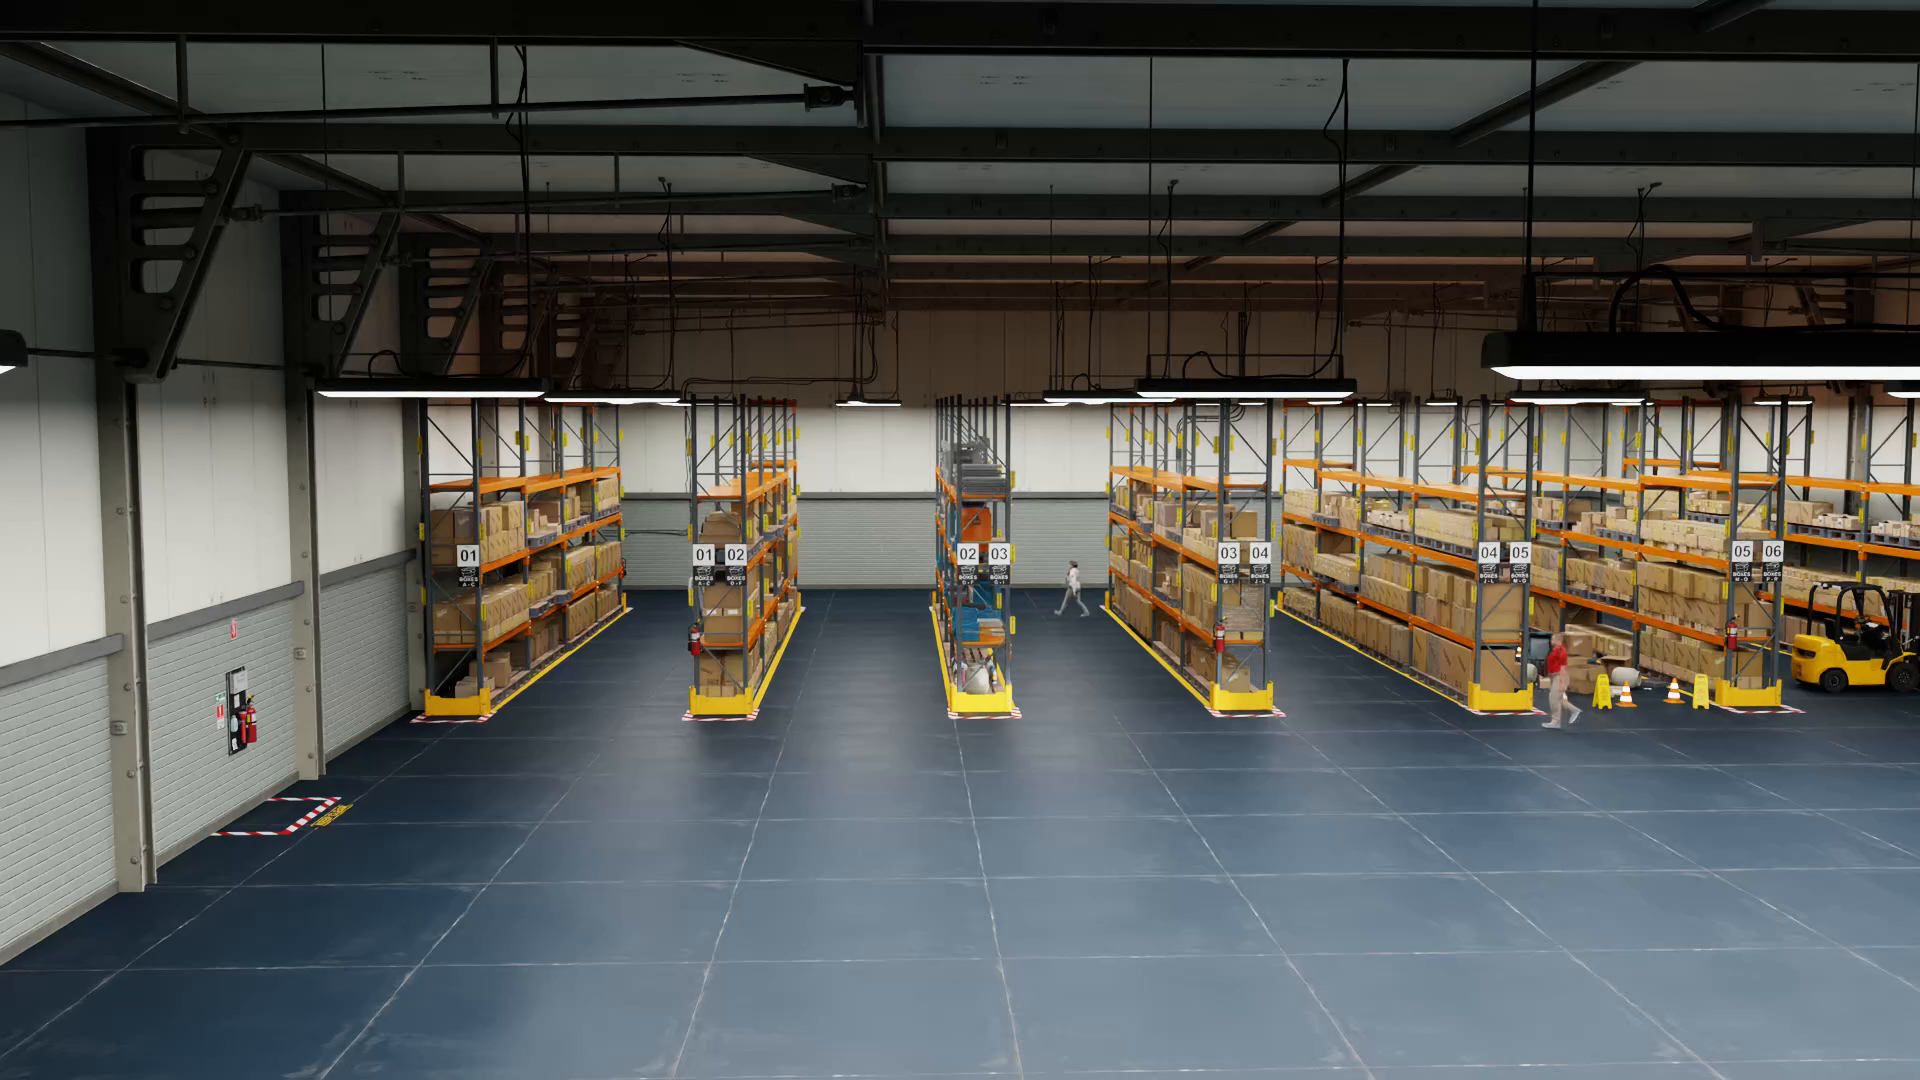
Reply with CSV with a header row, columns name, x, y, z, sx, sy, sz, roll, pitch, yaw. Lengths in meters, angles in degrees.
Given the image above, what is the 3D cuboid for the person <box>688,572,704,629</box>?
name,x,y,z,sx,sy,sz,roll,pitch,yaw
person,-6.856,1.518,43.222,0.445,1.615,0.460,0,5,-5

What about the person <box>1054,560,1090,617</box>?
name,x,y,z,sx,sy,sz,roll,pitch,yaw
person,3.065,1.331,45.648,1.095,1.590,0.452,3,6,36

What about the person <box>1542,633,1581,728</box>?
name,x,y,z,sx,sy,sz,roll,pitch,yaw
person,10.799,2.509,29.805,0.709,1.701,0.546,1,5,7
